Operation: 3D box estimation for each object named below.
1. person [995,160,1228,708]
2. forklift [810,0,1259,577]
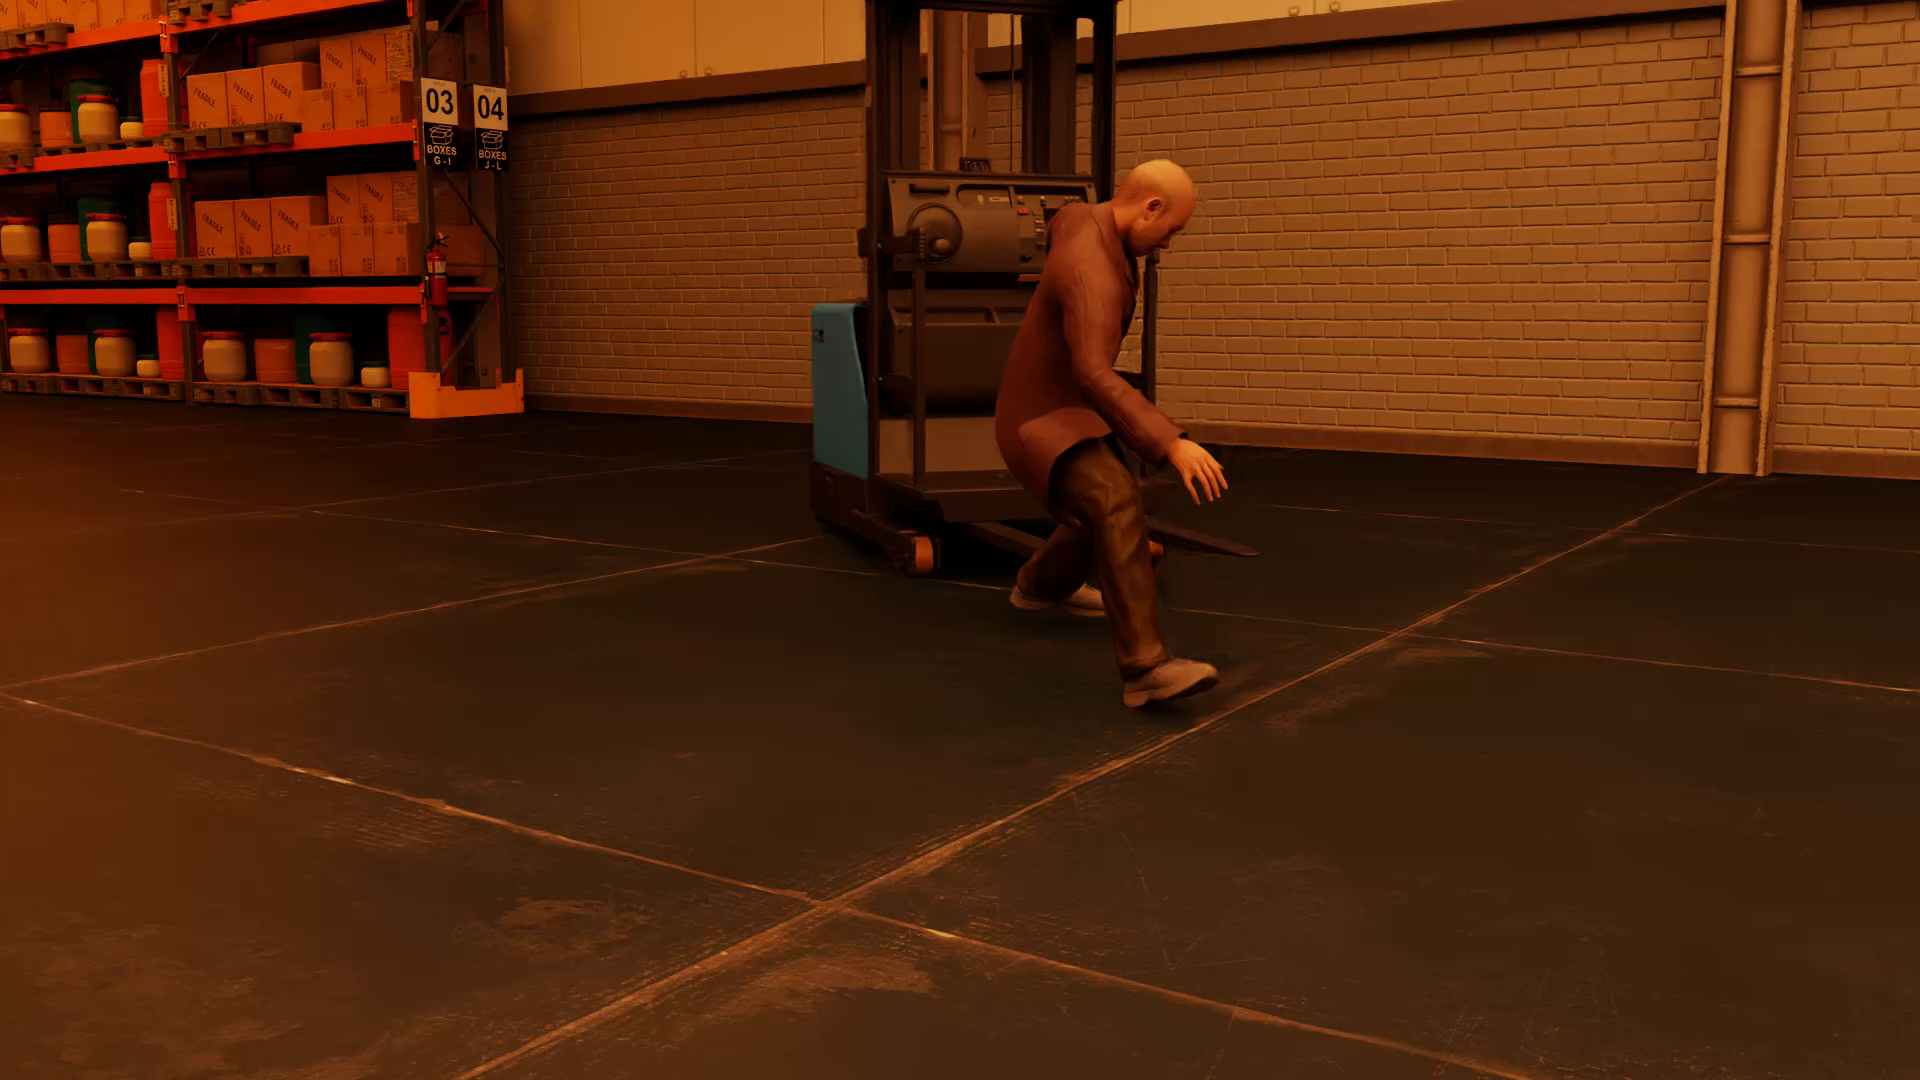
[{"bbox_3d":[0.425,-0.326,4.840,0.807,1.458,1.293,2,8,14],"label":"person"},{"bbox_3d":[0.220,-1.369,6.817,1.130,2.935,3.031,-3,9,-19],"label":"forklift"}]
